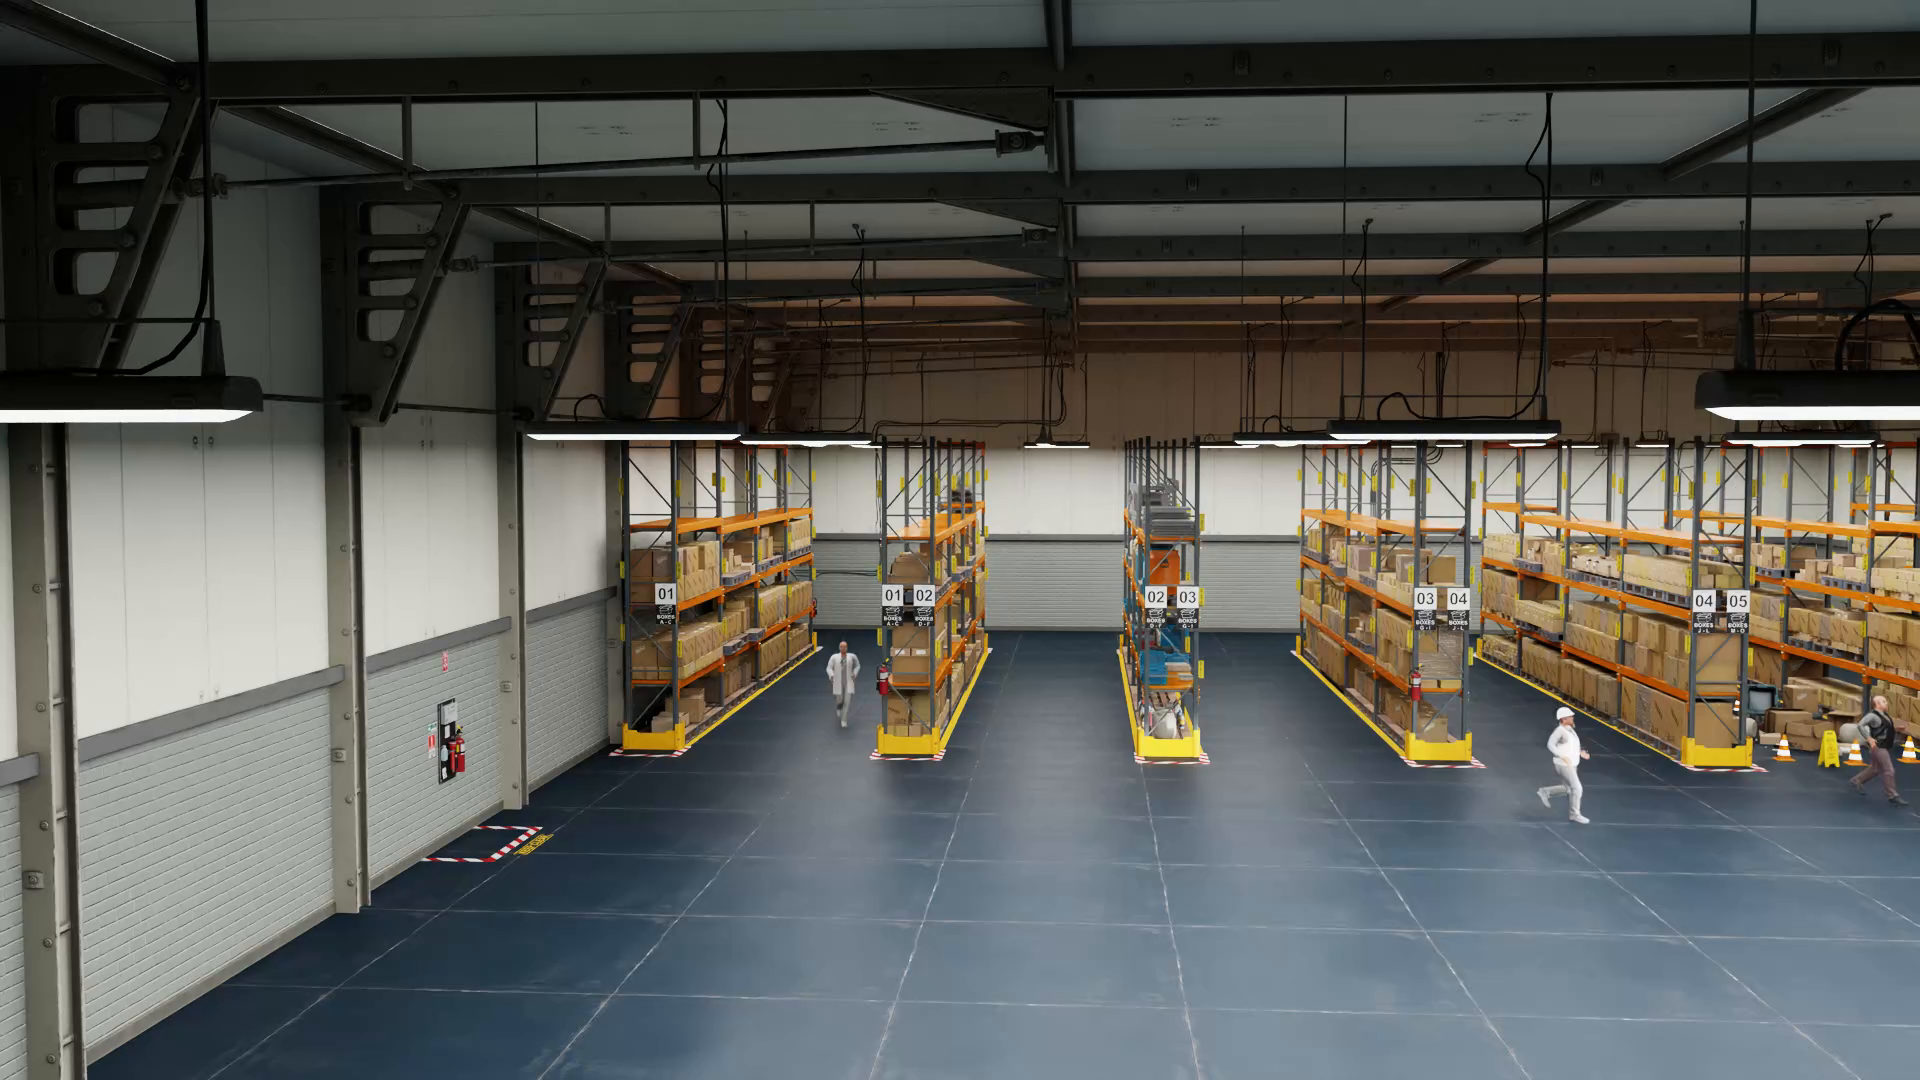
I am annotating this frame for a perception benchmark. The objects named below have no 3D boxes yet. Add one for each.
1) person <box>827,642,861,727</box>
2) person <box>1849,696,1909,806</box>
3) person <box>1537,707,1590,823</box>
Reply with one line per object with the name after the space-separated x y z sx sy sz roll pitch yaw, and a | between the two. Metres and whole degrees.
-2.433 3.000 34.828 0.710 1.751 0.782 0 3 -6 | person
14.945 3.389 27.020 0.650 1.719 0.956 -3 4 -43 | person
9.372 3.478 25.831 0.819 1.762 0.662 2 4 35 | person
